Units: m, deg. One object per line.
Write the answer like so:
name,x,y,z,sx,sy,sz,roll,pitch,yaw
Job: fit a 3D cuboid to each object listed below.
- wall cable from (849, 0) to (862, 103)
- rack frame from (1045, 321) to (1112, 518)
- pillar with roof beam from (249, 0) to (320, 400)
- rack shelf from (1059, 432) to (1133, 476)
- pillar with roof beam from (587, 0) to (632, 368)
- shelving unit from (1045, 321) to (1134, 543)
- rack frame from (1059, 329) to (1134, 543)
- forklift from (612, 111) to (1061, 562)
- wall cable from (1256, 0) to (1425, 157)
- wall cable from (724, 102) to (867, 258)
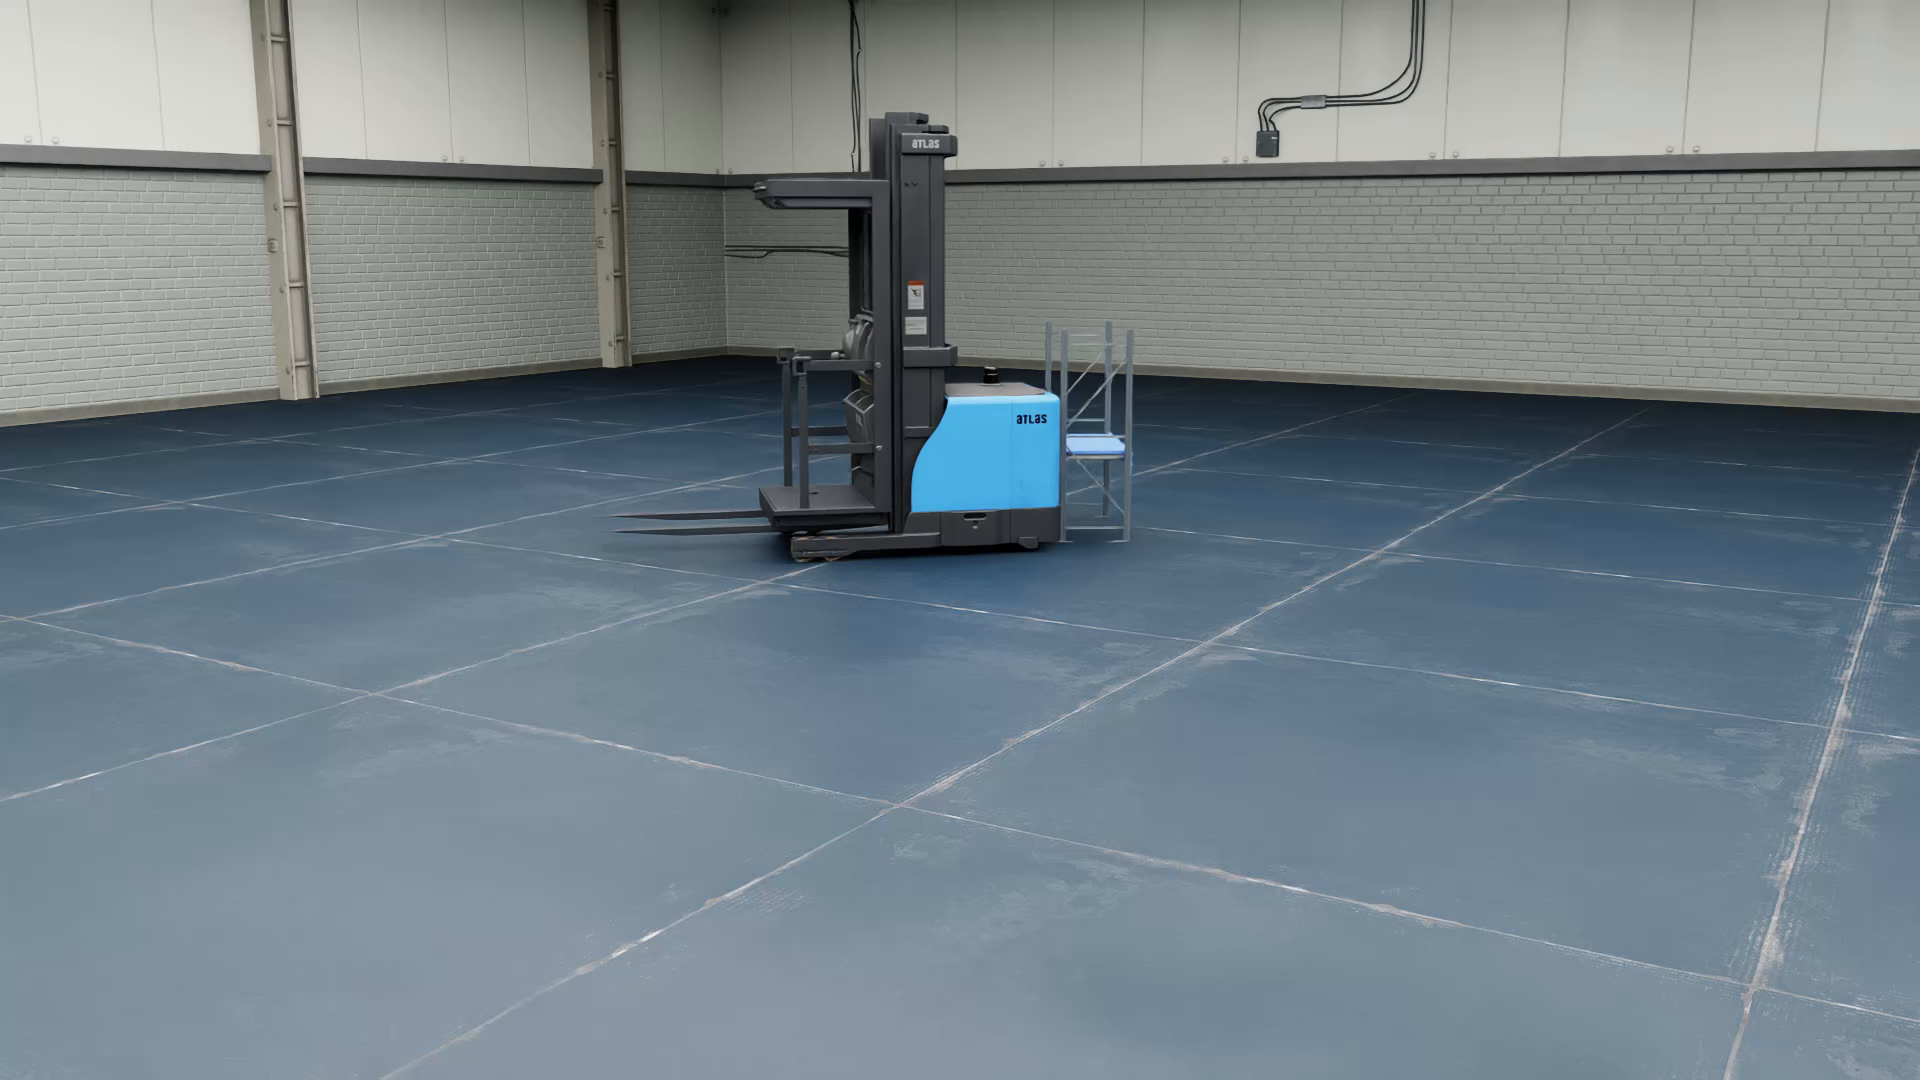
wall cable,-0.567,-8.258,26.236,3.097,2.526,0.112,6,12,31
rack frame,0.895,-0.908,12.643,0.500,1.500,0.032,-1,11,-3
pillar with roof beam,-4.974,-5.868,18.758,9.100,9.000,0.400,6,12,31
rack shelf,0.923,-0.638,12.177,0.538,0.185,1.000,-1,11,-3
pillar with roof beam,-1.859,-6.812,23.799,9.100,9.000,0.400,6,12,31
shelving unit,0.923,-0.815,12.144,0.538,1.500,1.048,-1,11,-3
rack frame,0.952,-0.721,11.645,0.500,1.500,0.032,-1,11,-3
forklift,-0.876,-1.398,11.369,3.031,2.935,1.130,-2,11,-12
wall cable,5.226,-8.322,22.625,2.305,6.003,0.169,6,12,31
wall cable,-2.879,-6.034,28.082,3.097,2.526,0.112,6,12,31
